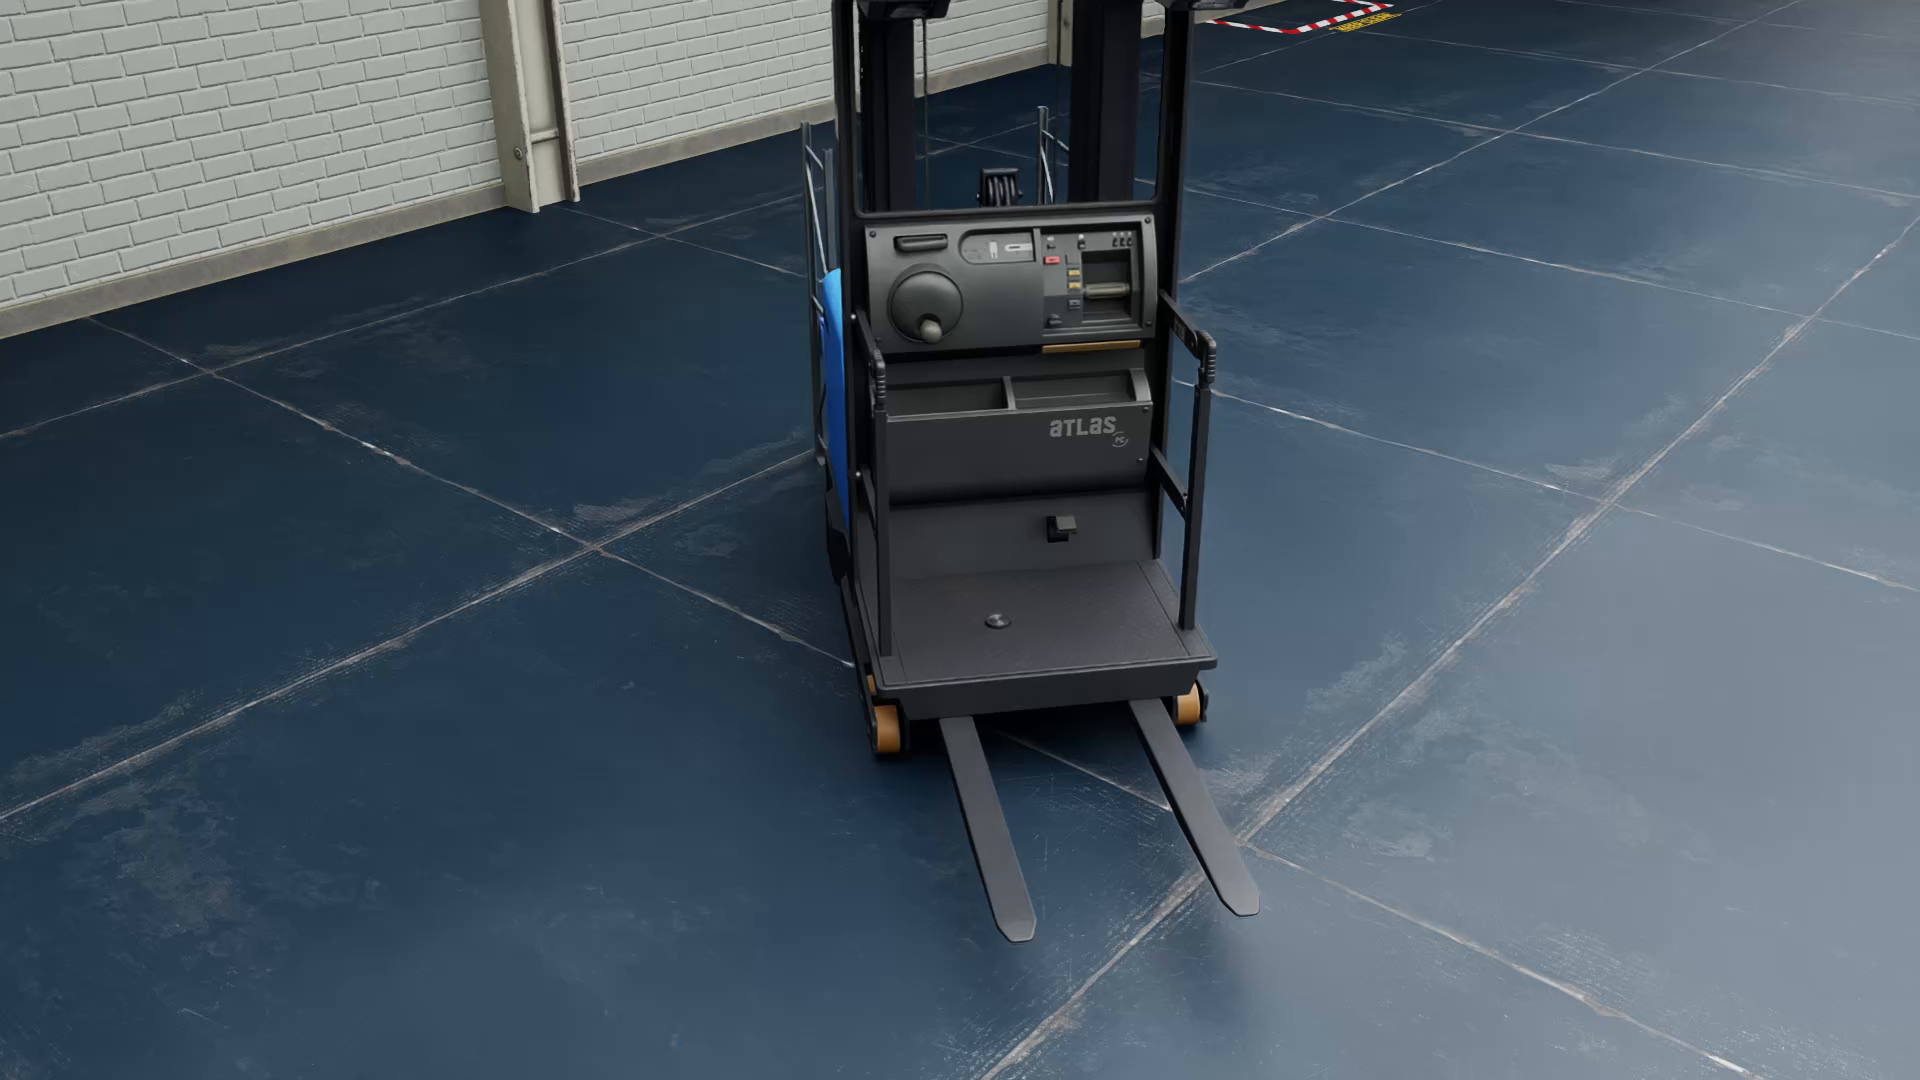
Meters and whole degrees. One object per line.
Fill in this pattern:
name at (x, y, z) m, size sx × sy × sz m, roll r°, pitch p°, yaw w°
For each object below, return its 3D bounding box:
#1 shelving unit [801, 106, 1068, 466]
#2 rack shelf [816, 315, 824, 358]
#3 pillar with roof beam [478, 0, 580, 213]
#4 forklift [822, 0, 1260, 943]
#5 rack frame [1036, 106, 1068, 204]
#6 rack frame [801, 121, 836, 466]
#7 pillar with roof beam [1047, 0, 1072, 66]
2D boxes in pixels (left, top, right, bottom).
shelving unit at (-0.080, -0.997, 7.045) m, size 1.048 × 1.500 × 0.538 m, roll -7°, pitch 28°, yaw -14°
rack shelf at (-0.080, -0.837, 7.127) m, size 1.000 × 0.185 × 0.538 m, roll -7°, pitch 28°, yaw -14°
pillar with roof beam at (0.533, -4.994, 6.610) m, size 9.100 × 9.000 × 0.400 m, roll 21°, pitch 34°, yaw 34°
forklift at (0.205, -0.783, 5.074) m, size 1.130 × 2.935 × 3.031 m, roll -4°, pitch 28°, yaw -9°
rack frame at (0.410, -1.059, 7.164) m, size 0.032 × 1.500 × 0.500 m, roll -7°, pitch 28°, yaw -14°
rack frame at (-0.570, -0.935, 6.925) m, size 0.032 × 1.500 × 0.500 m, roll -7°, pitch 28°, yaw -14°
pillar with roof beam at (4.350, -7.121, 10.722) m, size 9.100 × 9.000 × 0.400 m, roll 21°, pitch 34°, yaw 34°
